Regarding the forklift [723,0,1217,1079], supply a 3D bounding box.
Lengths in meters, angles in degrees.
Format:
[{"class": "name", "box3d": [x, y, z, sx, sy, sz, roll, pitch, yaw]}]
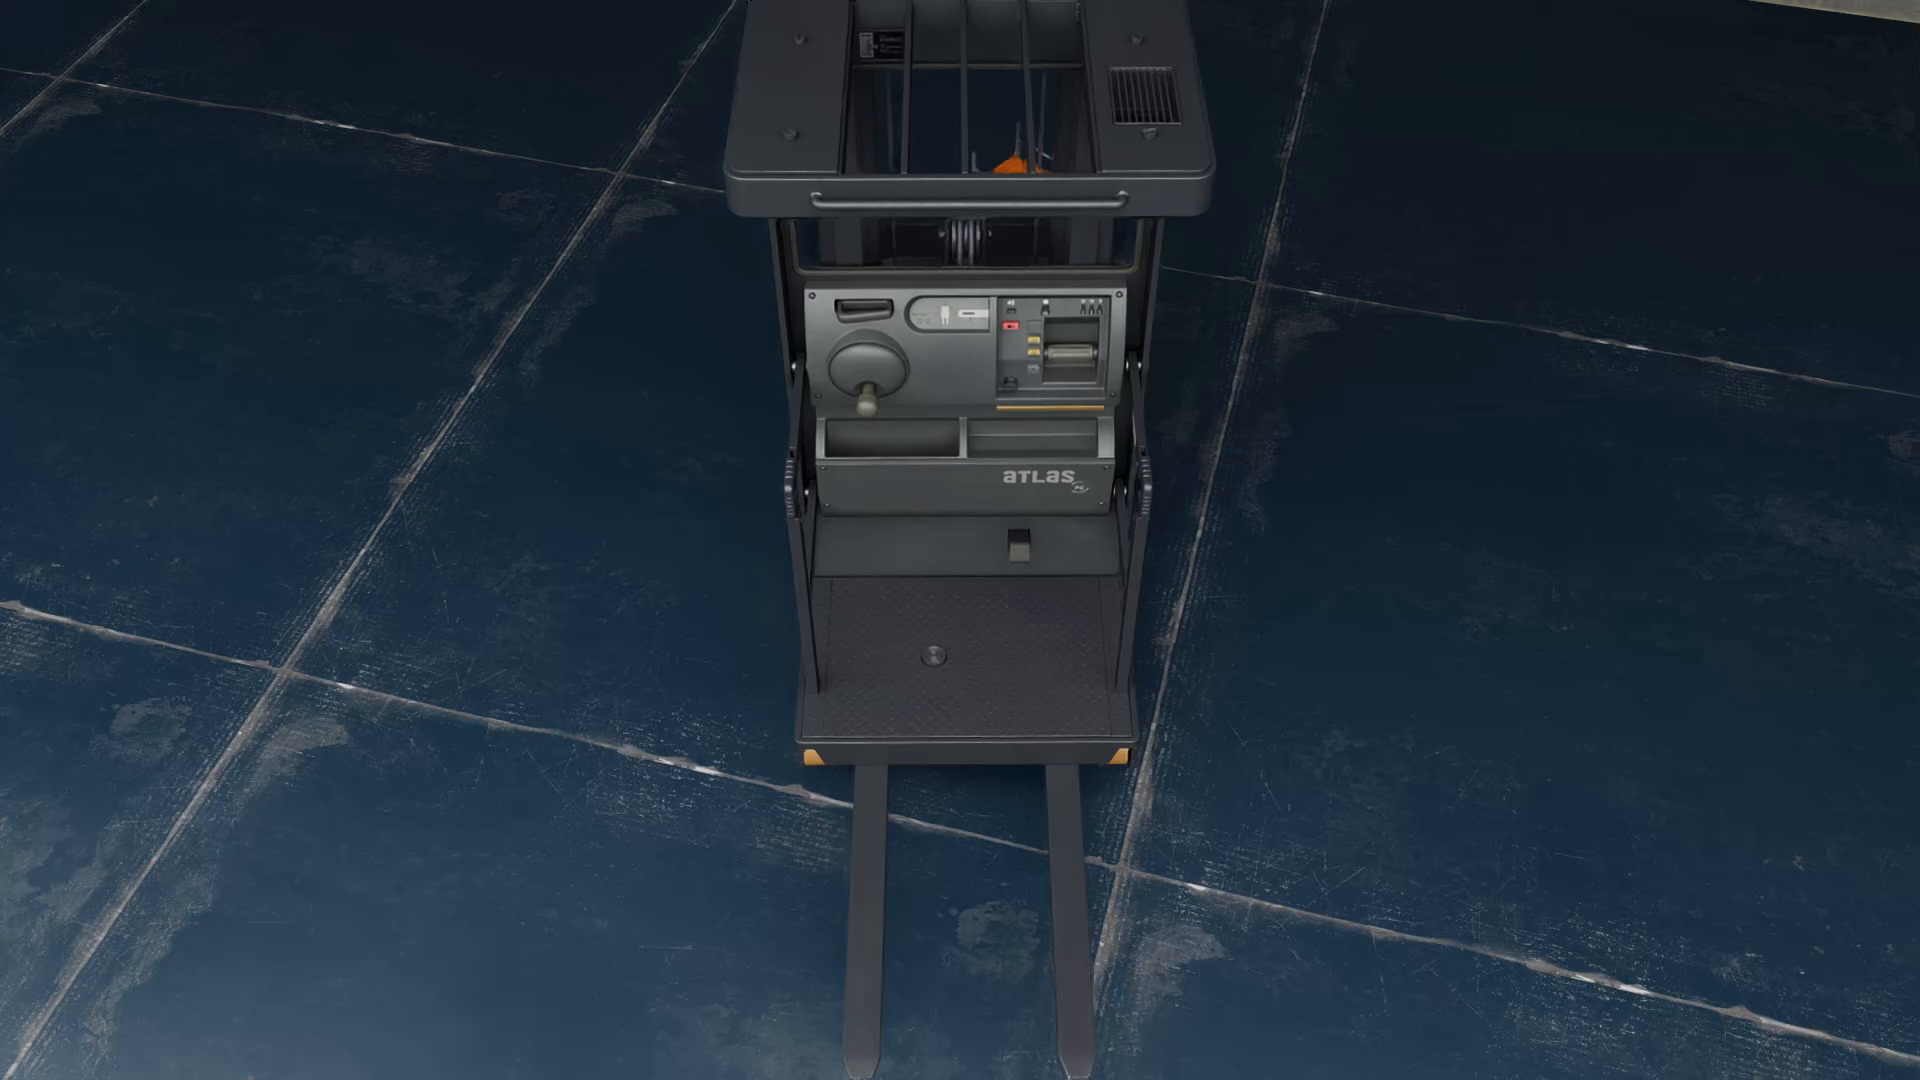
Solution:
[{"class": "forklift", "box3d": [0.020, -0.456, 4.698, 1.130, 2.935, 3.031, 0, 49, 0]}]

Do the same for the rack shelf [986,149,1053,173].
[{"class": "rack shelf", "box3d": [0.201, -1.284, 6.317, 0.215, 0.259, 0.240, 35, 57, 27]}]

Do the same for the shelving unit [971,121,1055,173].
[{"class": "shelving unit", "box3d": [0.202, -1.103, 6.522, 0.215, 1.050, 0.252, 35, 57, 27]}]

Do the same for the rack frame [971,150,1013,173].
[{"class": "rack frame", "box3d": [0.119, -1.036, 6.463, 0.200, 1.050, 0.008, 35, 57, 27]}]

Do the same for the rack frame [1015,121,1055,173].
[{"class": "rack frame", "box3d": [0.286, -1.170, 6.581, 0.200, 1.050, 0.008, 35, 57, 27]}]
